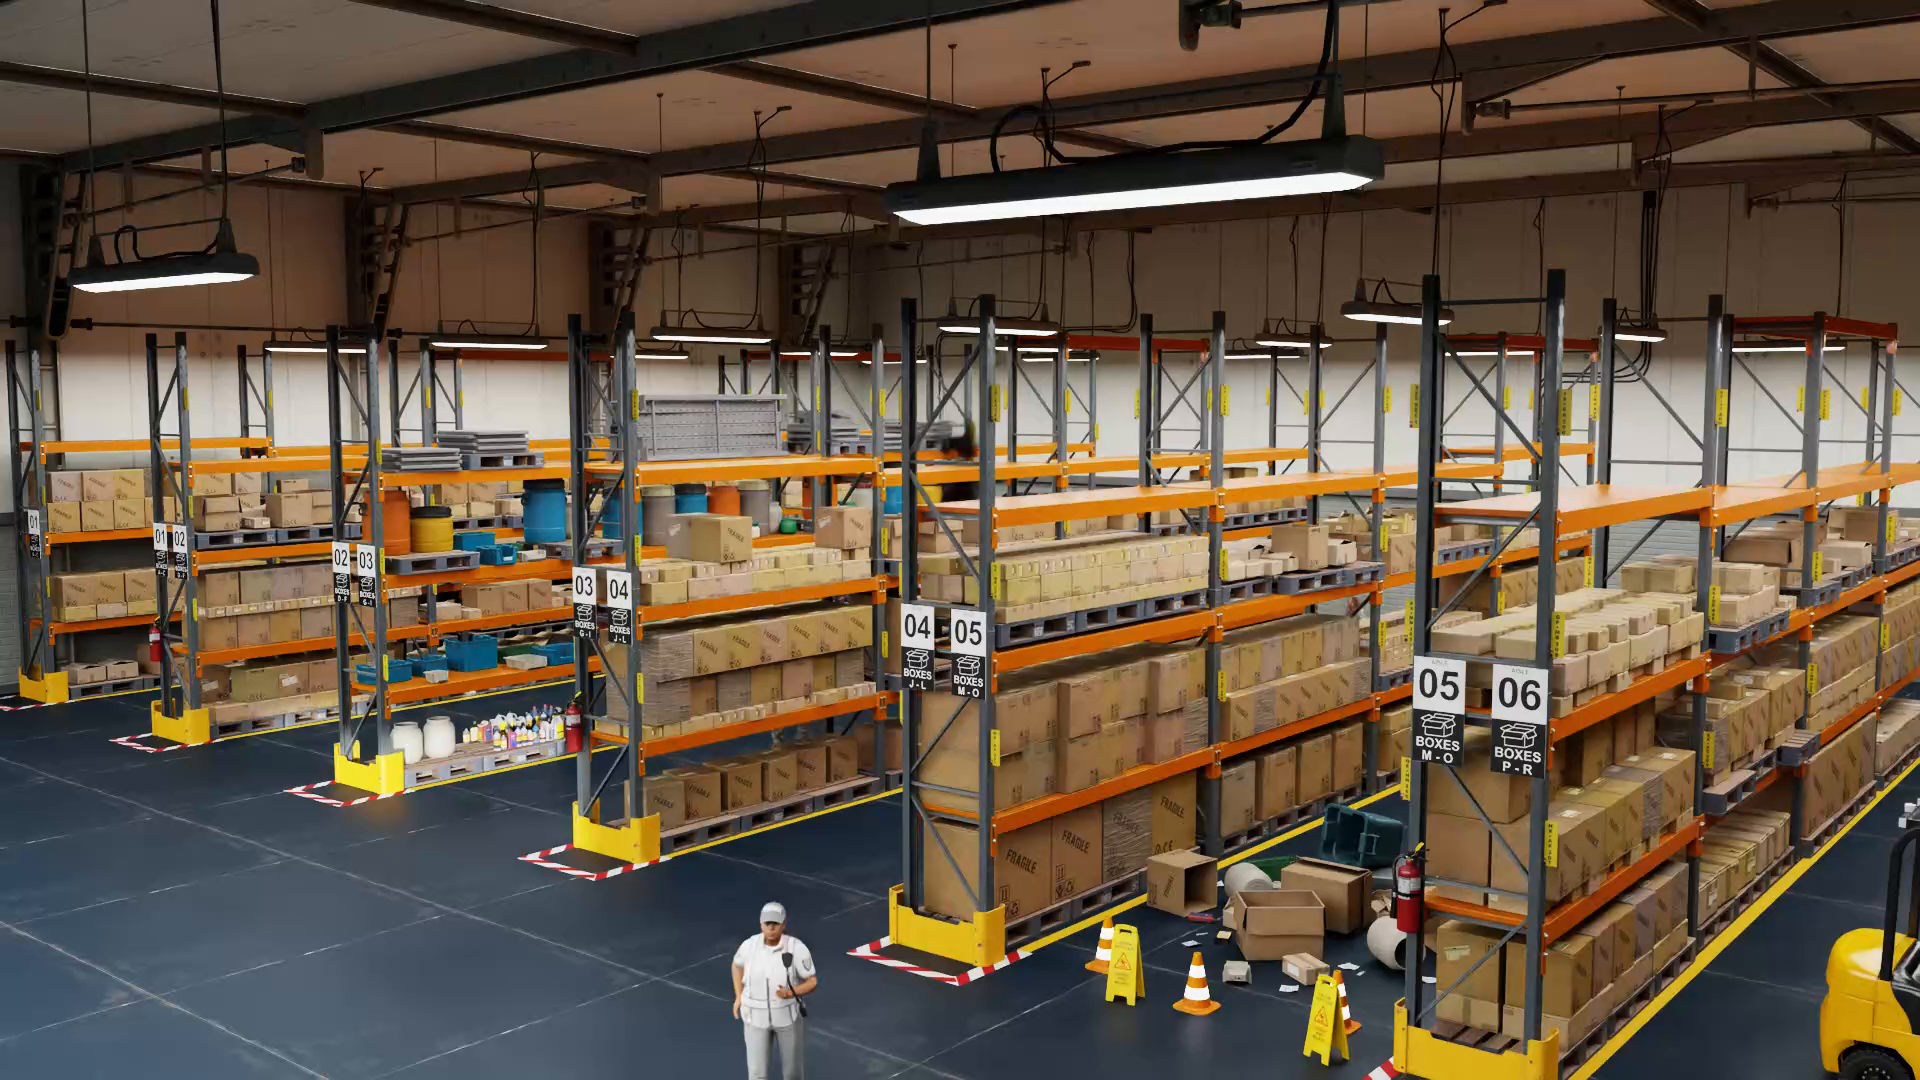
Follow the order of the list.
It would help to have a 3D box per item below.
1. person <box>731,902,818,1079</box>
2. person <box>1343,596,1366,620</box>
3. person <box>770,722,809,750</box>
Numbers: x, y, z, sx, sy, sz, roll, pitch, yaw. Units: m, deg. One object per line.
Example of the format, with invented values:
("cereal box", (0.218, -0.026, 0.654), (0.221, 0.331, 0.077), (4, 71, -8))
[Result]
("person", (-1.280, 3.296, 11.422), (0.610, 1.647, 0.940), (0, 5, -2))
("person", (6.869, 1.770, 29.045), (0.537, 1.611, 0.669), (3, 6, 31))
("person", (-2.377, 1.966, 22.817), (0.624, 1.892, 0.726), (3, 6, 32))
